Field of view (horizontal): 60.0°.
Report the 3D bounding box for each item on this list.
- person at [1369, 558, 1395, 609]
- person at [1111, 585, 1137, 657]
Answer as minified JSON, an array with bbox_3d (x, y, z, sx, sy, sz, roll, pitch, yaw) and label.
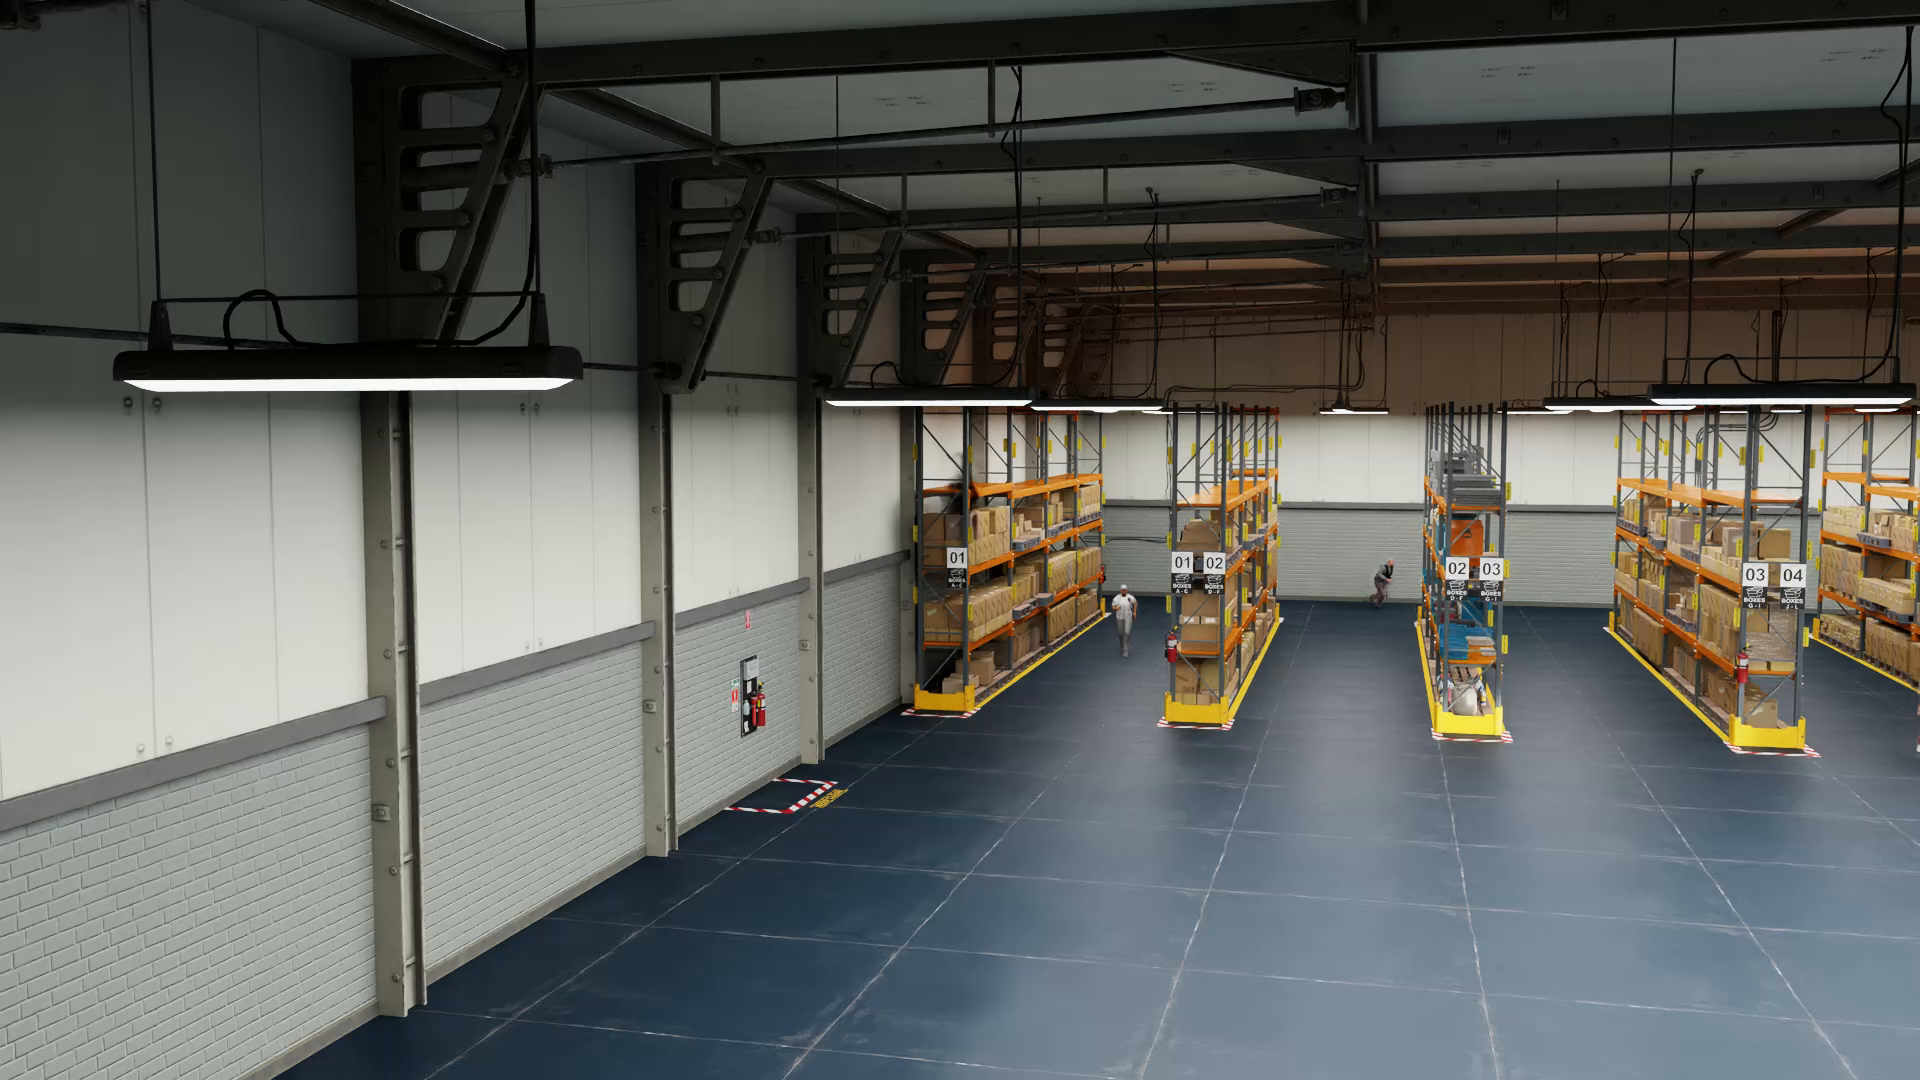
[{"bbox_3d":[12.594,1.292,49.553,0.848,1.551,0.680,4,6,44],"label":"person"},{"bbox_3d":[3.955,1.923,40.109,0.584,1.712,0.853,1,4,12],"label":"person"}]
